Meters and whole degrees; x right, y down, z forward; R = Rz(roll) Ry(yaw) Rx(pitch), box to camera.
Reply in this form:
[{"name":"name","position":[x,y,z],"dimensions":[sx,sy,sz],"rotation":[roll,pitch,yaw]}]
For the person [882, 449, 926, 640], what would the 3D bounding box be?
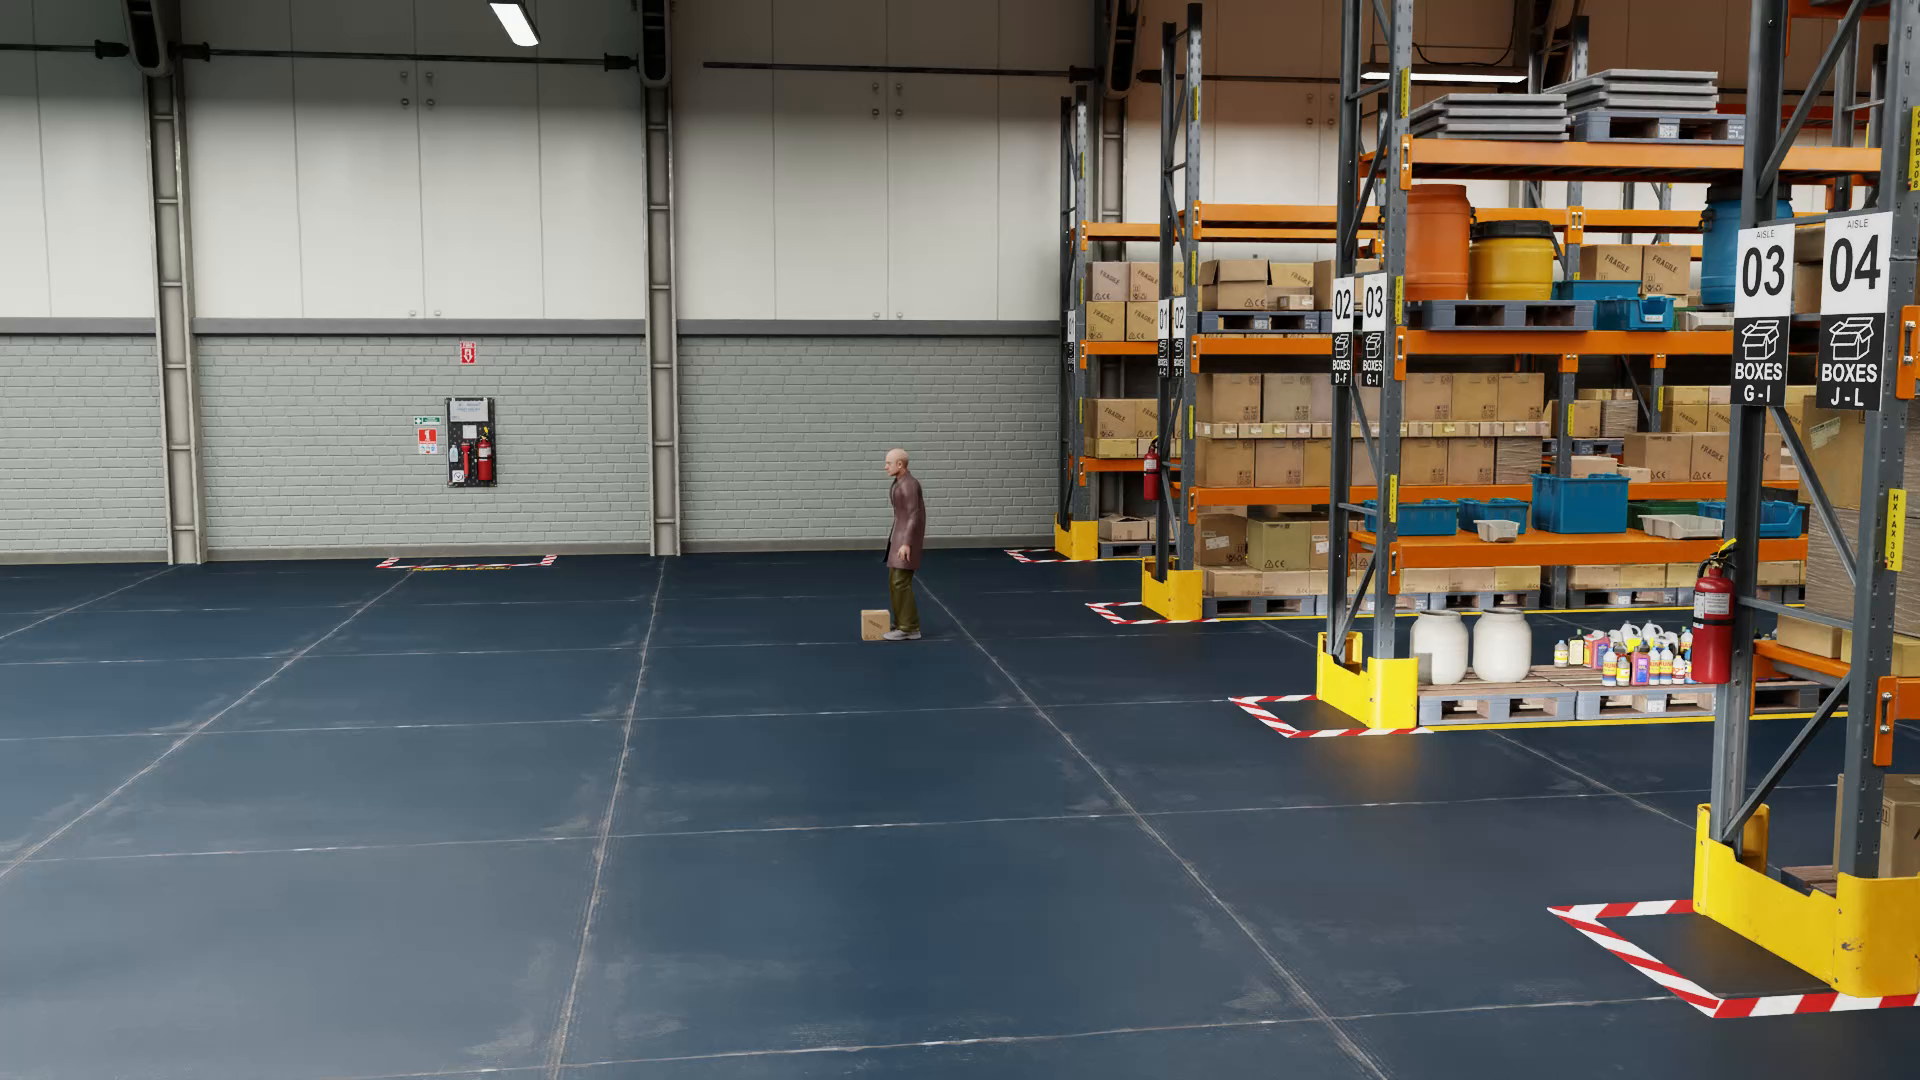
[{"name":"person","position":[-0.538,0.033,15.481],"dimensions":[0.429,1.772,0.645],"rotation":[-1,6,-12]}]
